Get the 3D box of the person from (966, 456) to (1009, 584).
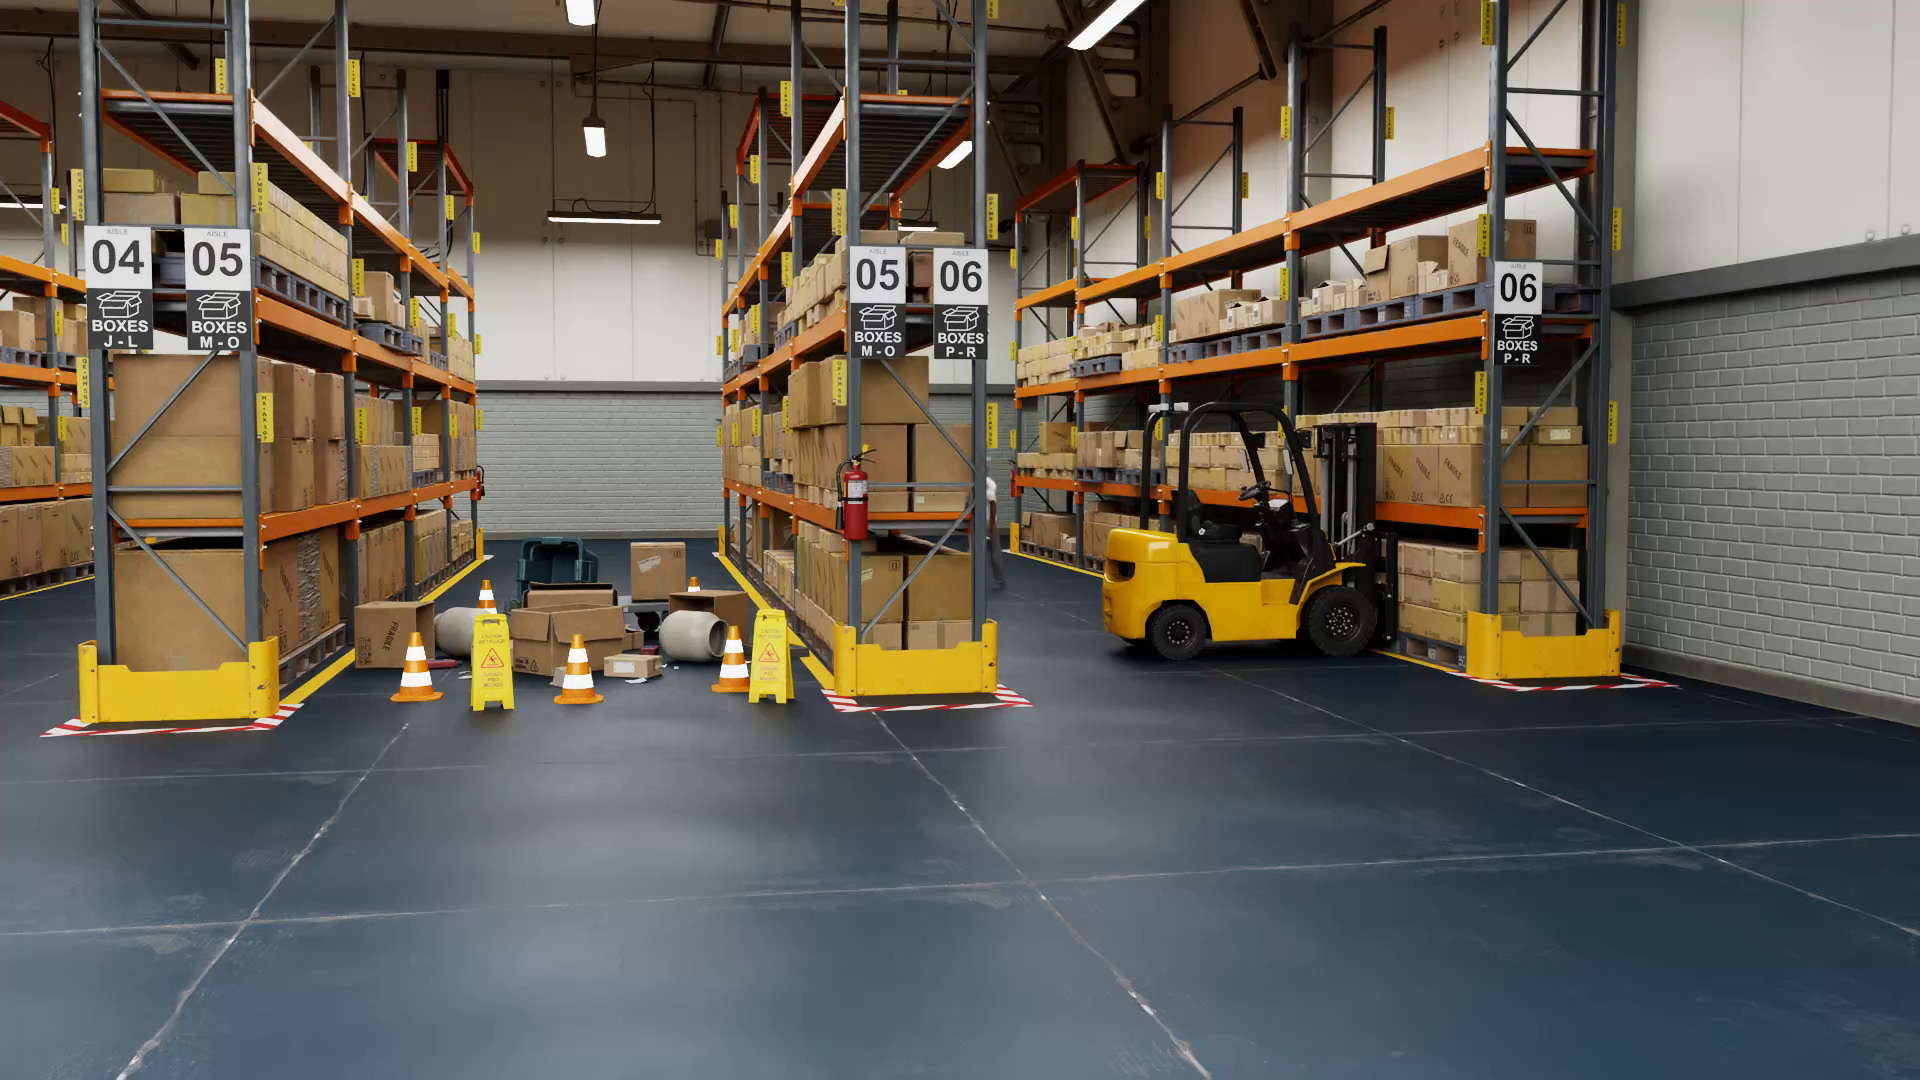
[{"bbox_3d":[0.307,-0.234,20.931,0.460,1.632,0.962,1,3,24],"label":"person"}]
